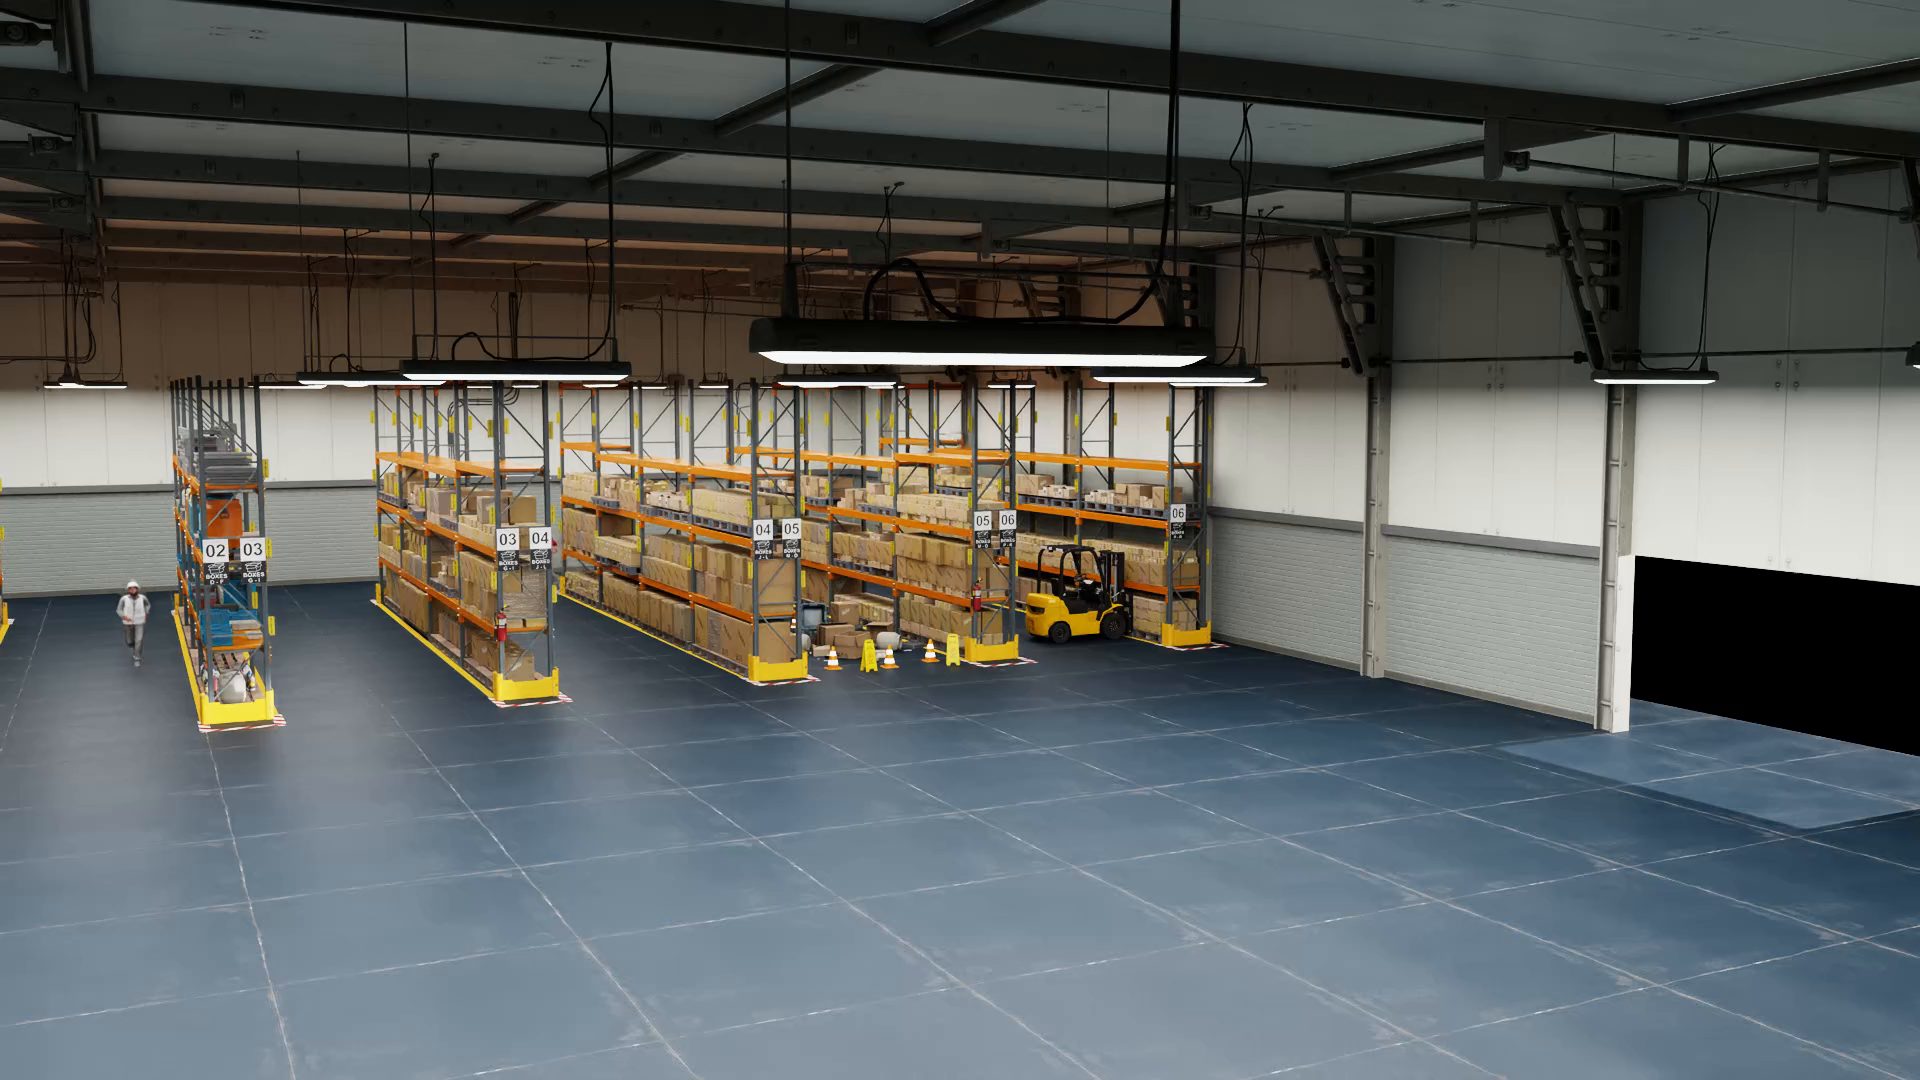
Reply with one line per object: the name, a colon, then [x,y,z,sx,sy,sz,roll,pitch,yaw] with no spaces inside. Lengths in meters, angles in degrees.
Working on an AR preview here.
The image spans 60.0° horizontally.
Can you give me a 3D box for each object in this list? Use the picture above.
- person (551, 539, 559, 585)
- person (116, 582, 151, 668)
person: [-12.002,0.596,48.099,0.628,1.750,1.117,3,6,34]
person: [-17.385,1.754,34.992,0.632,1.770,1.102,-2,5,-21]
